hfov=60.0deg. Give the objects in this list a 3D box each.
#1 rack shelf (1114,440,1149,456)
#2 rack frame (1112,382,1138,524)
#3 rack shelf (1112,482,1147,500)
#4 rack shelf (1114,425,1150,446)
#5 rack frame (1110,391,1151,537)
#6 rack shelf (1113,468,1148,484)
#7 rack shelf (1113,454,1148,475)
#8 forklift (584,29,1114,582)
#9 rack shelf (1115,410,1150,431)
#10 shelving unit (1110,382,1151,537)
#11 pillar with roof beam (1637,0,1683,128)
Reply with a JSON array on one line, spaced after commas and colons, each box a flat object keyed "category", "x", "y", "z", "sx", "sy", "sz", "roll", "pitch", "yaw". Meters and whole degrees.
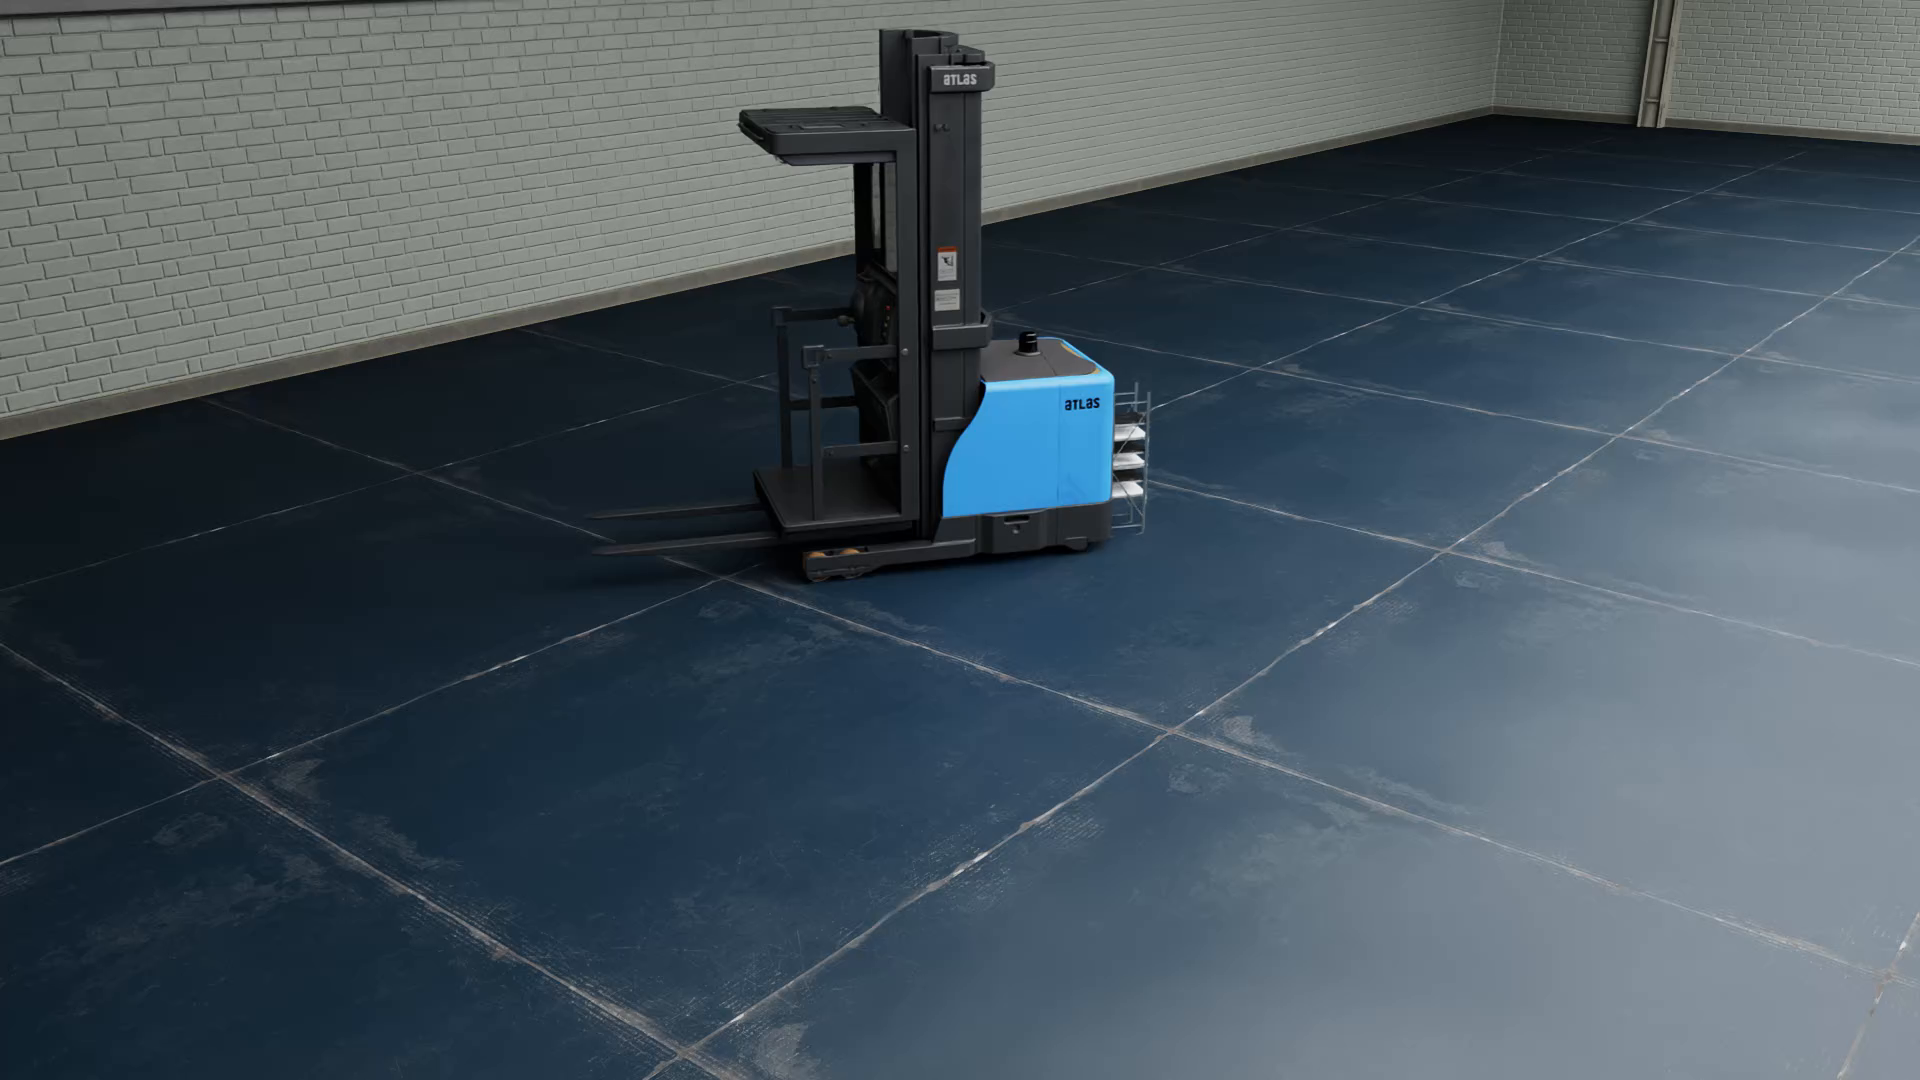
[{"category": "rack shelf", "x": 0.983, "y": -0.535, "z": 10.029, "sx": 0.258, "sy": 0.077, "sz": 0.200, "roll": -6, "pitch": 21, "yaw": -15}, {"category": "rack frame", "x": 0.955, "y": -0.517, "z": 10.141, "sx": 0.240, "sy": 0.900, "sz": 0.006, "roll": -6, "pitch": 21, "yaw": -15}, {"category": "rack shelf", "x": 0.982, "y": -0.282, "z": 10.124, "sx": 0.258, "sy": 0.077, "sz": 0.200, "roll": -6, "pitch": 21, "yaw": -15}, {"category": "rack shelf", "x": 0.983, "y": -0.619, "z": 9.997, "sx": 0.258, "sy": 0.077, "sz": 0.200, "roll": -6, "pitch": 21, "yaw": -15}, {"category": "rack frame", "x": 1.010, "y": -0.447, "z": 9.957, "sx": 0.240, "sy": 0.900, "sz": 0.006, "roll": -6, "pitch": 21, "yaw": -15}, {"category": "rack shelf", "x": 0.983, "y": -0.367, "z": 10.092, "sx": 0.258, "sy": 0.077, "sz": 0.200, "roll": -6, "pitch": 21, "yaw": -15}, {"category": "rack shelf", "x": 0.983, "y": -0.451, "z": 10.061, "sx": 0.258, "sy": 0.077, "sz": 0.200, "roll": -6, "pitch": 21, "yaw": -15}, {"category": "forklift", "x": -0.672, "y": -1.341, "z": 9.449, "sx": 3.031, "sy": 2.935, "sz": 1.130, "roll": -6, "pitch": 21, "yaw": -15}, {"category": "rack shelf", "x": 0.983, "y": -0.704, "z": 9.966, "sx": 0.258, "sy": 0.077, "sz": 0.200, "roll": -6, "pitch": 21, "yaw": -15}, {"category": "shelving unit", "x": 0.983, "y": -0.482, "z": 10.049, "sx": 0.258, "sy": 0.900, "sz": 0.210, "roll": -6, "pitch": 21, "yaw": -15}, {"category": "pillar with roof beam", "x": 9.532, "y": -10.369, "z": 24.791, "sx": 0.400, "sy": 9.000, "sz": 9.100, "roll": 16, "pitch": 26, "yaw": 36}]
